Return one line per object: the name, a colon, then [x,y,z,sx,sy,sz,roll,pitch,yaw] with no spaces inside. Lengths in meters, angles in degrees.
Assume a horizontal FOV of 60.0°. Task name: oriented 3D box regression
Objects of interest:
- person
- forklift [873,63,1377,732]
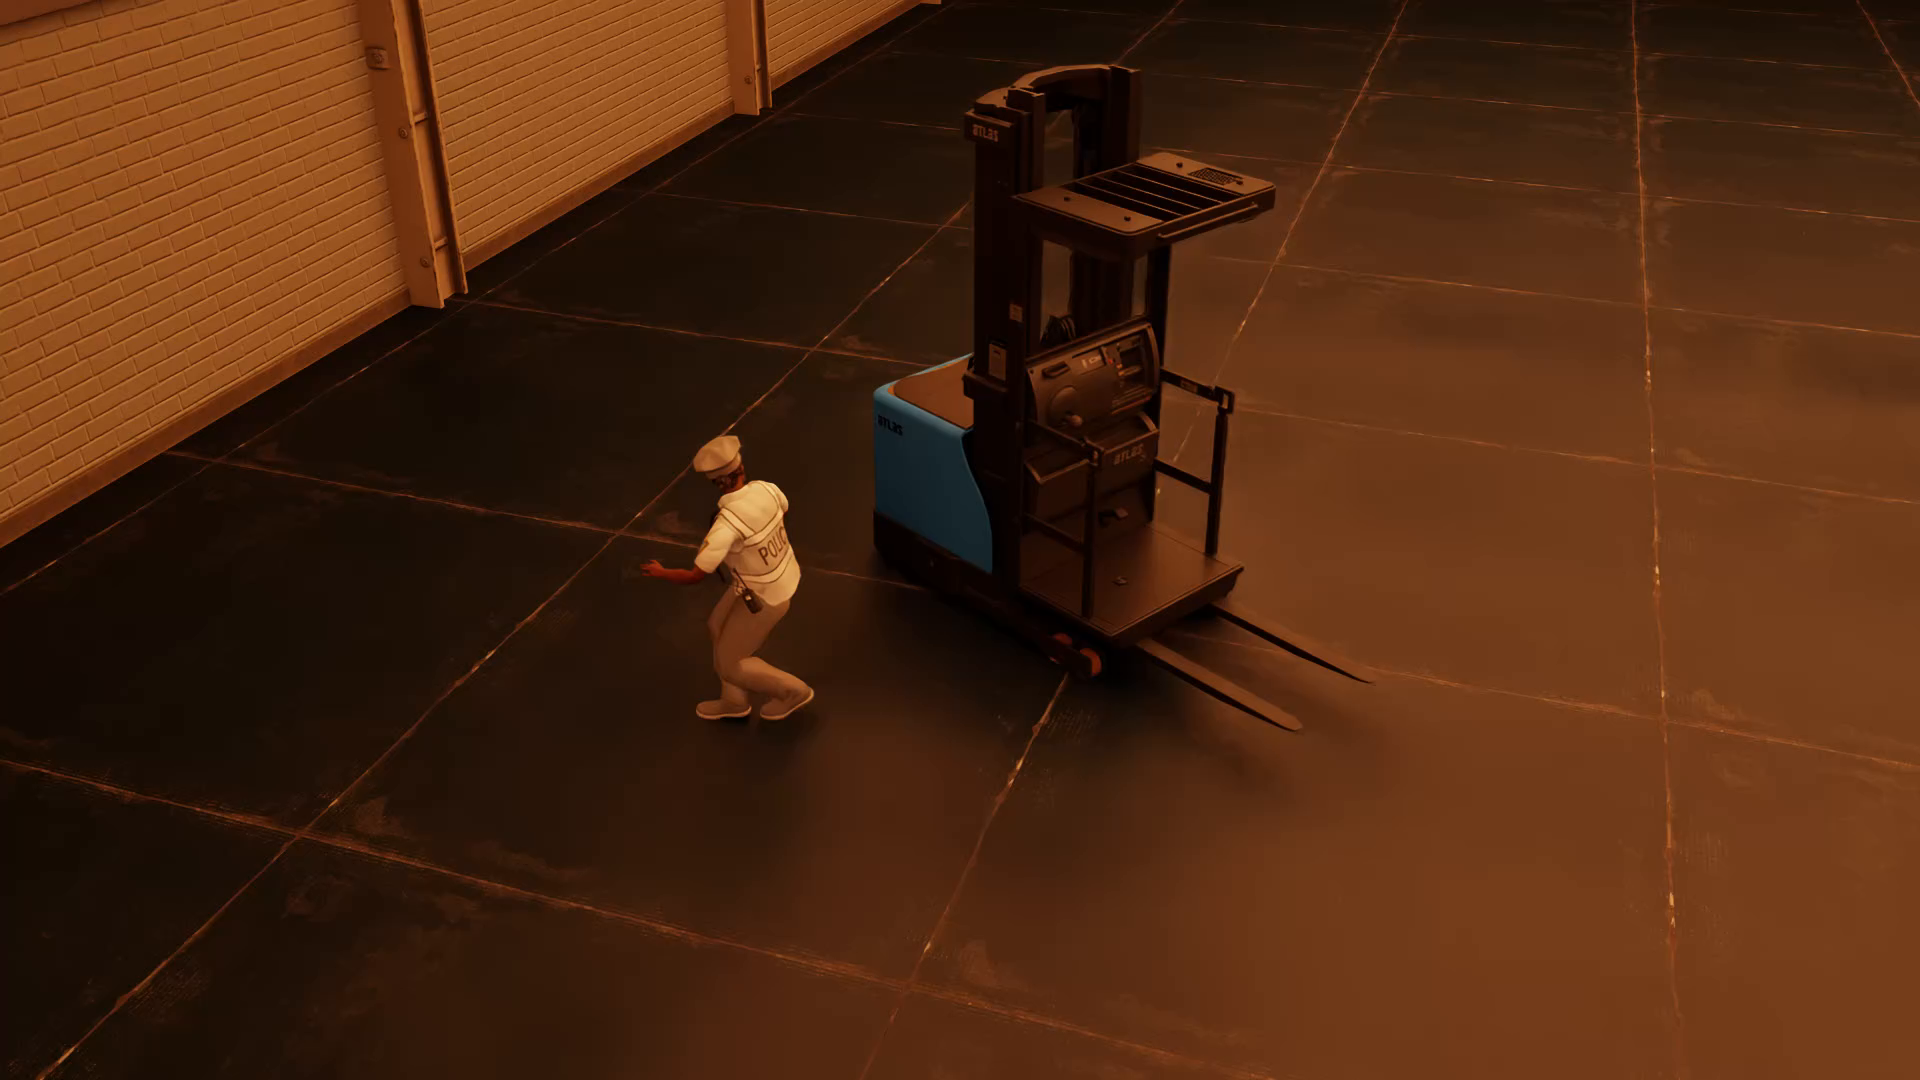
person: [-1.129,0.188,8.208,0.793,1.552,0.792,5,30,8]
forklift: [0.849,-0.822,8.578,1.130,2.935,3.031,-24,38,-36]
